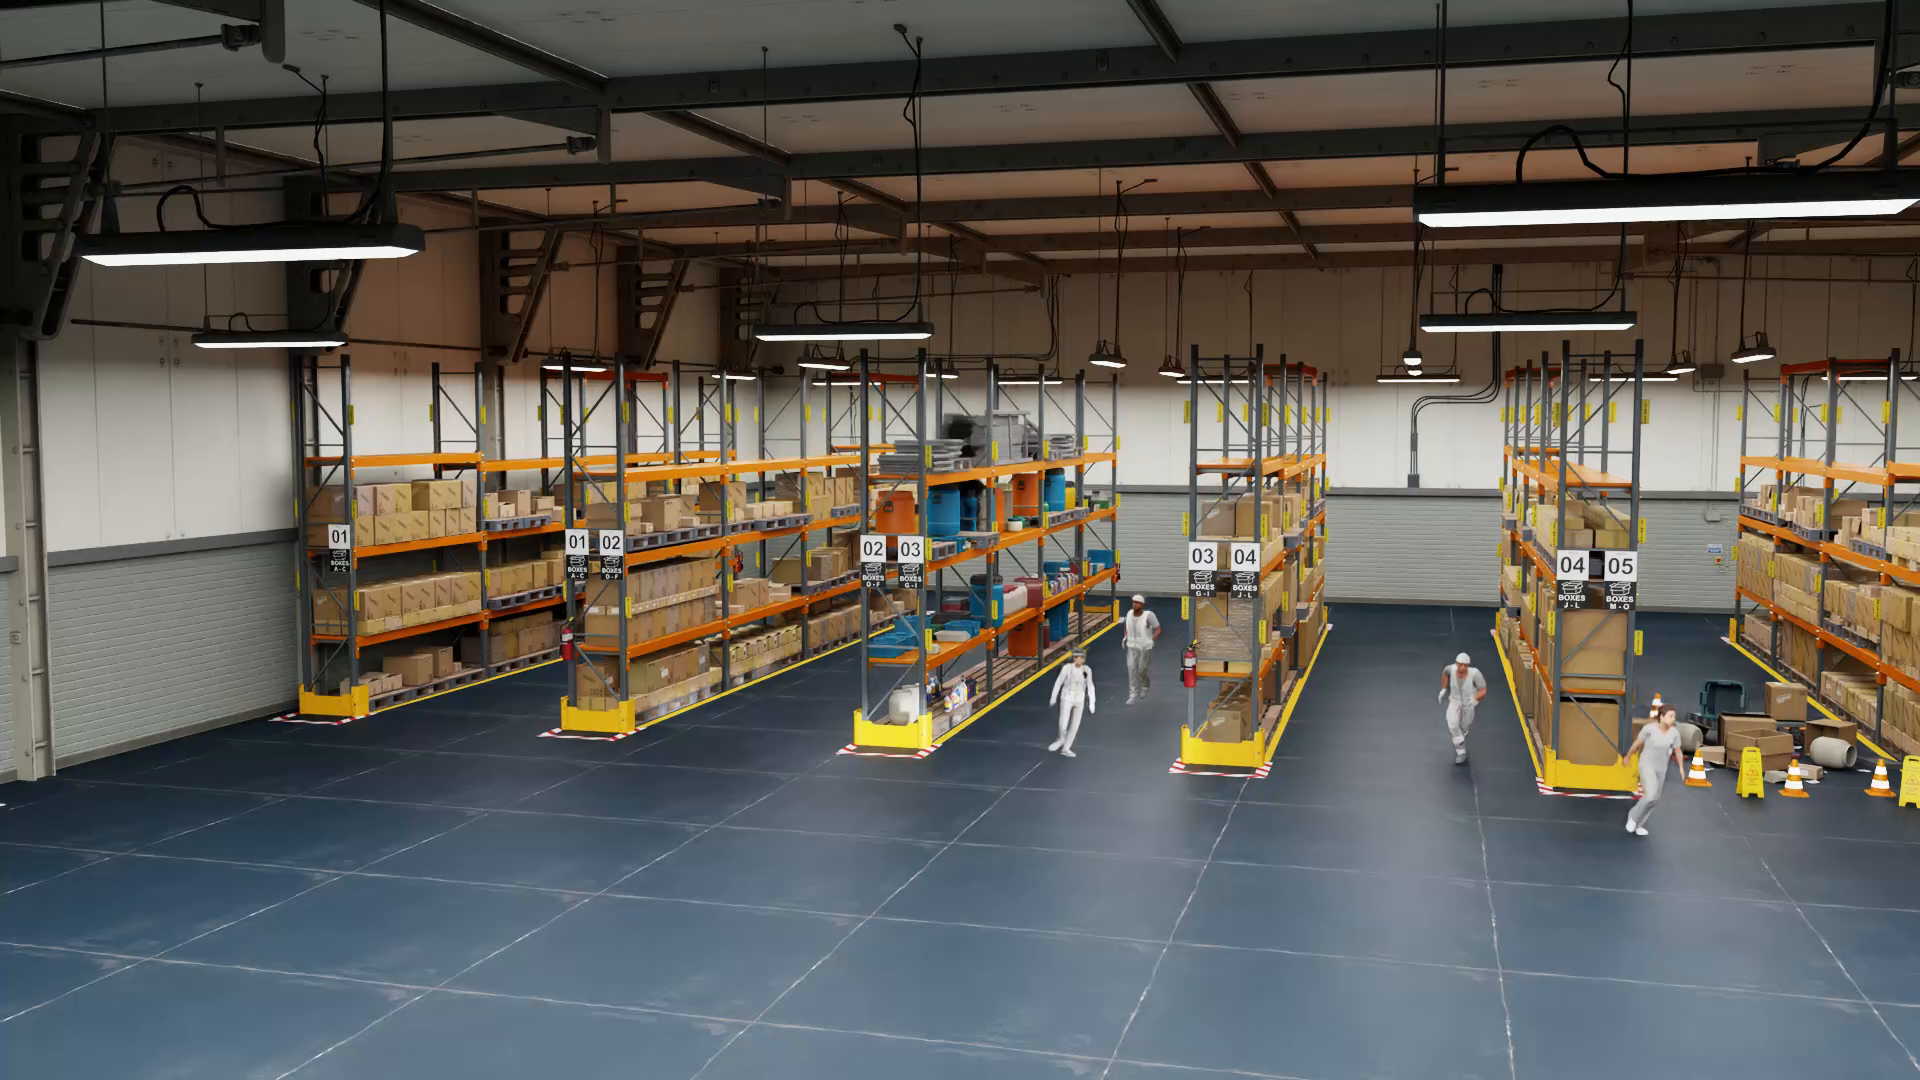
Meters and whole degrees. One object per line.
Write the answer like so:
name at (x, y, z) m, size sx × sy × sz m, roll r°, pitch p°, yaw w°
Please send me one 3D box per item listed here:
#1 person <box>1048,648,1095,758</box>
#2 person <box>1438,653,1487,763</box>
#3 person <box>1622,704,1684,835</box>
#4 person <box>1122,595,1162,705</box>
person at (1.641, 2.374, 24.328) m, size 0.633 × 1.635 × 0.525 m, roll -1°, pitch 4°, yaw -12°
person at (7.320, 2.380, 24.190) m, size 0.688 × 1.602 × 1.141 m, roll 2°, pitch 5°, yaw 21°
person at (8.214, 2.718, 19.663) m, size 0.563 × 1.609 × 0.655 m, roll -1°, pitch 4°, yaw -11°
person at (2.996, 1.785, 27.396) m, size 0.689 × 1.791 × 0.697 m, roll 2°, pitch 5°, yaw 30°
